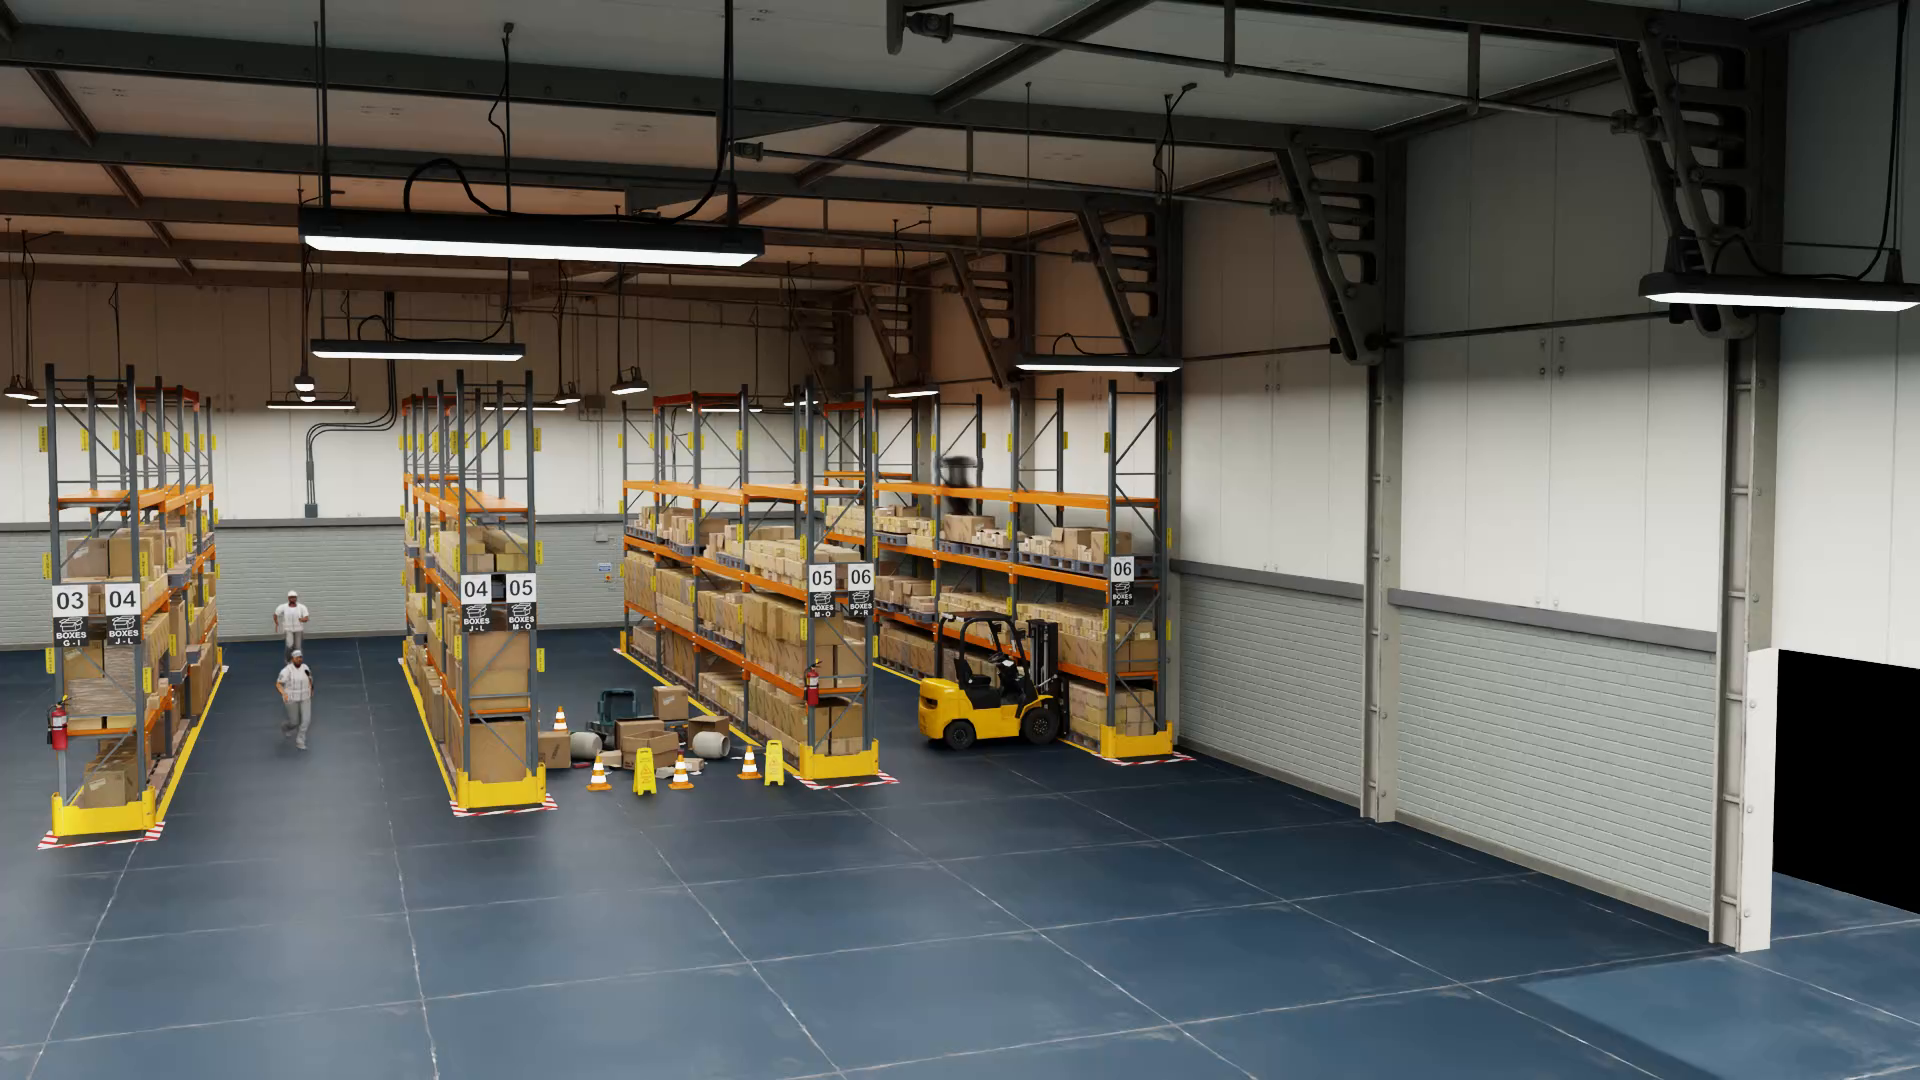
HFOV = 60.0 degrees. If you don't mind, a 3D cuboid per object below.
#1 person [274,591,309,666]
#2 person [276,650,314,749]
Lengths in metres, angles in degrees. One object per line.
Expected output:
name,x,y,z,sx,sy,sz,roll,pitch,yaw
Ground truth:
person,-14.554,2.005,36.258,0.691,1.790,0.722,-2,4,-30
person,-10.908,2.609,27.306,0.616,1.621,0.642,-3,4,-42
